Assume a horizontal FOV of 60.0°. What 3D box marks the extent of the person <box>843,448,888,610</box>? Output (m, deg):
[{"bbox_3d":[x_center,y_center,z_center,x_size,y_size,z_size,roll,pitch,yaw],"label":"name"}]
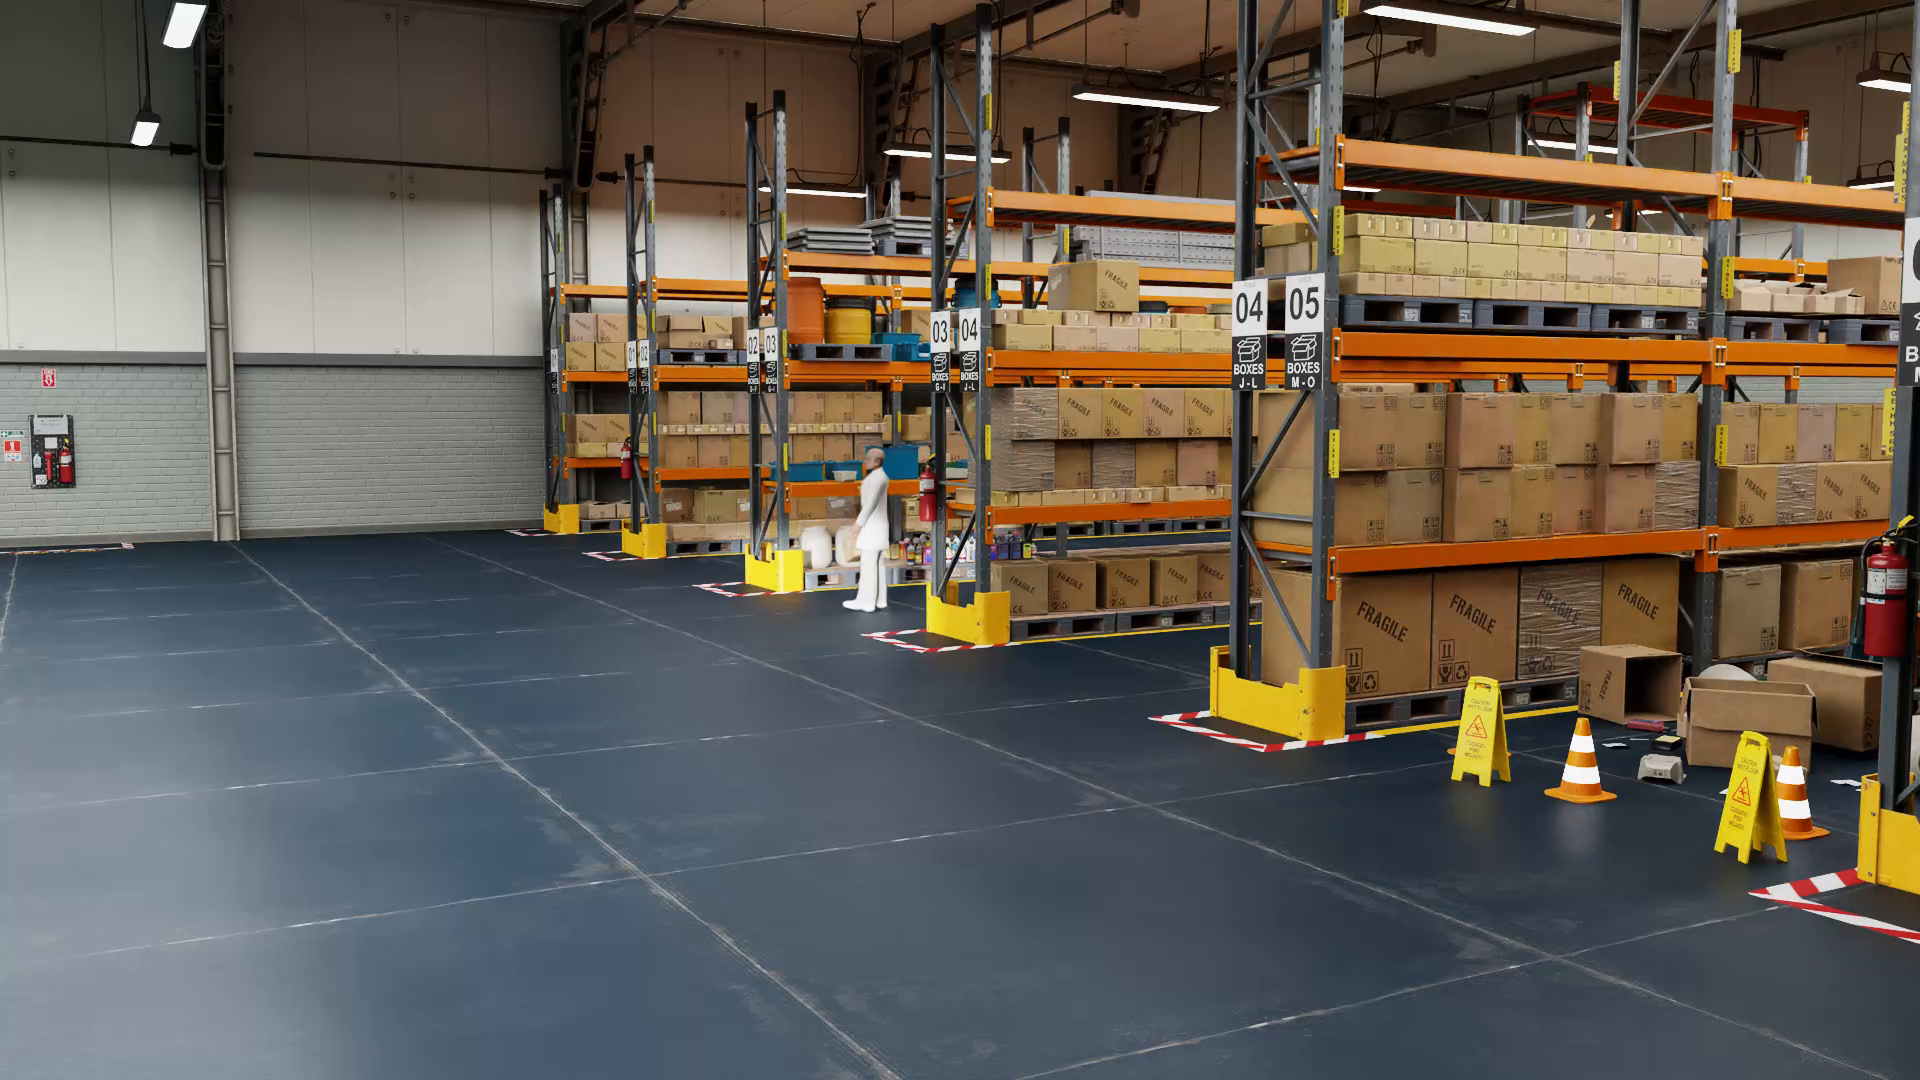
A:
[{"bbox_3d":[-1.043,-0.126,18.381,0.500,1.787,0.624,0,5,3],"label":"person"}]
